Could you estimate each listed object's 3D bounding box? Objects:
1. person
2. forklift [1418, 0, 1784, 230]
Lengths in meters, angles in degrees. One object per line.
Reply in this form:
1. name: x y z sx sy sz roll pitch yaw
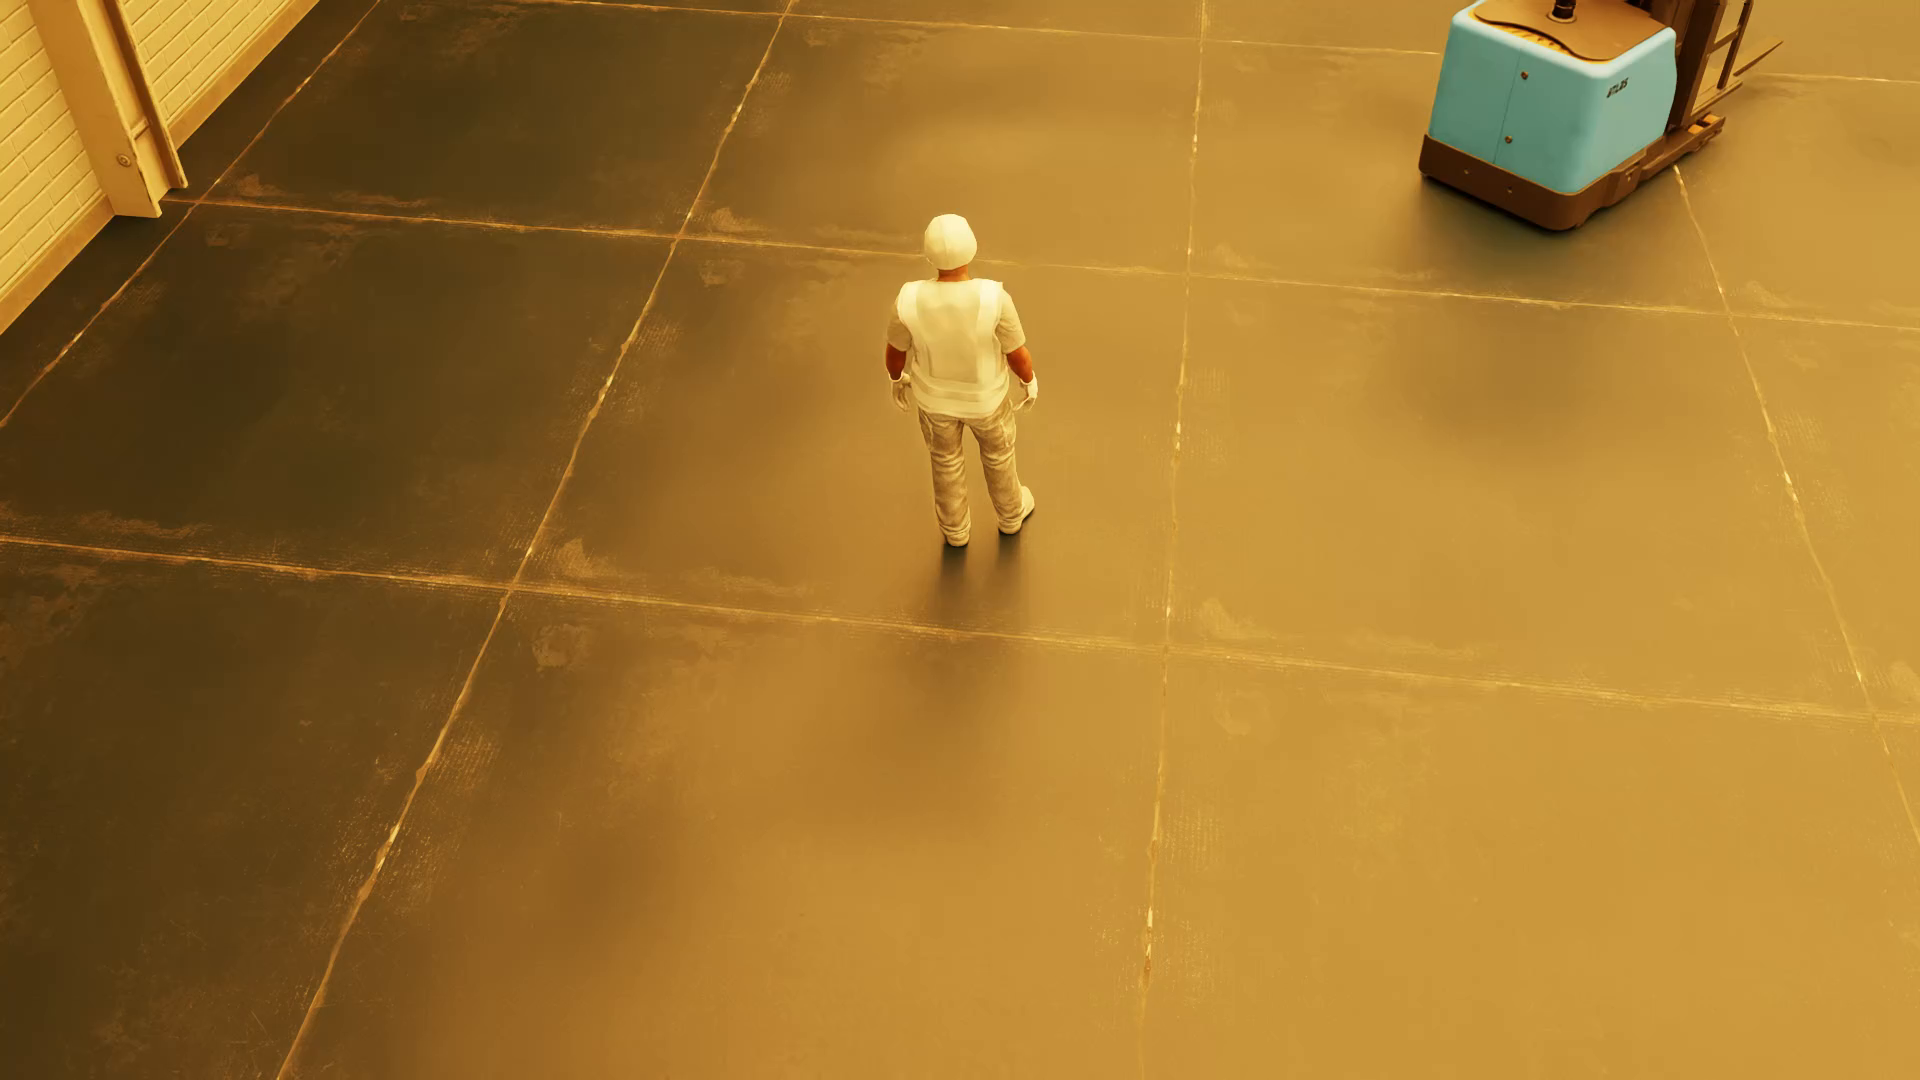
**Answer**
1. person: 0.019 -0.709 7.334 0.656 1.782 0.577 5 43 6
2. forklift: 4.252 -3.775 9.834 3.031 2.935 1.130 -33 52 -30
